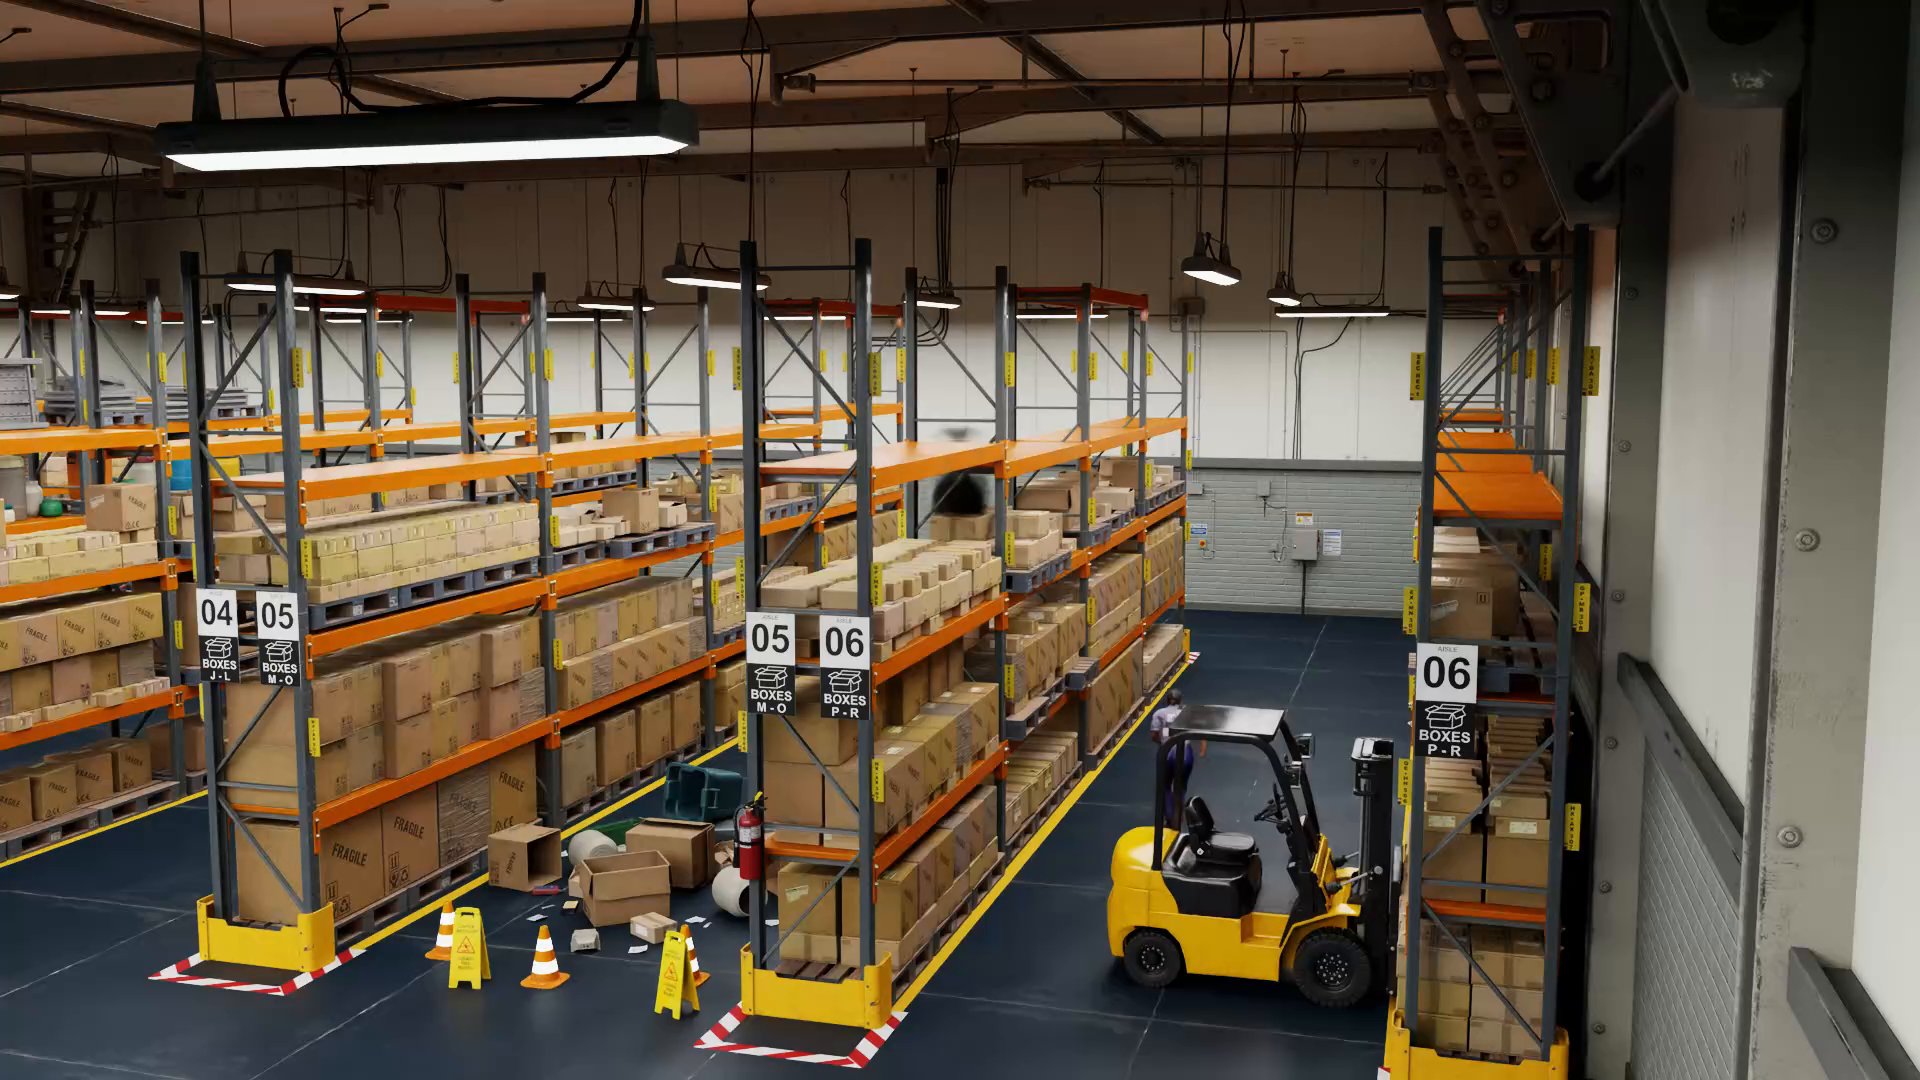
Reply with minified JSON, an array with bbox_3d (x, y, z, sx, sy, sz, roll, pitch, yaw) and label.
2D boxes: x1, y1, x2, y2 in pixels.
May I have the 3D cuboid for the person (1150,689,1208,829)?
[{"bbox_3d":[2.405,2.403,18.221,0.641,1.483,0.793,1,6,6],"label":"person"}]
